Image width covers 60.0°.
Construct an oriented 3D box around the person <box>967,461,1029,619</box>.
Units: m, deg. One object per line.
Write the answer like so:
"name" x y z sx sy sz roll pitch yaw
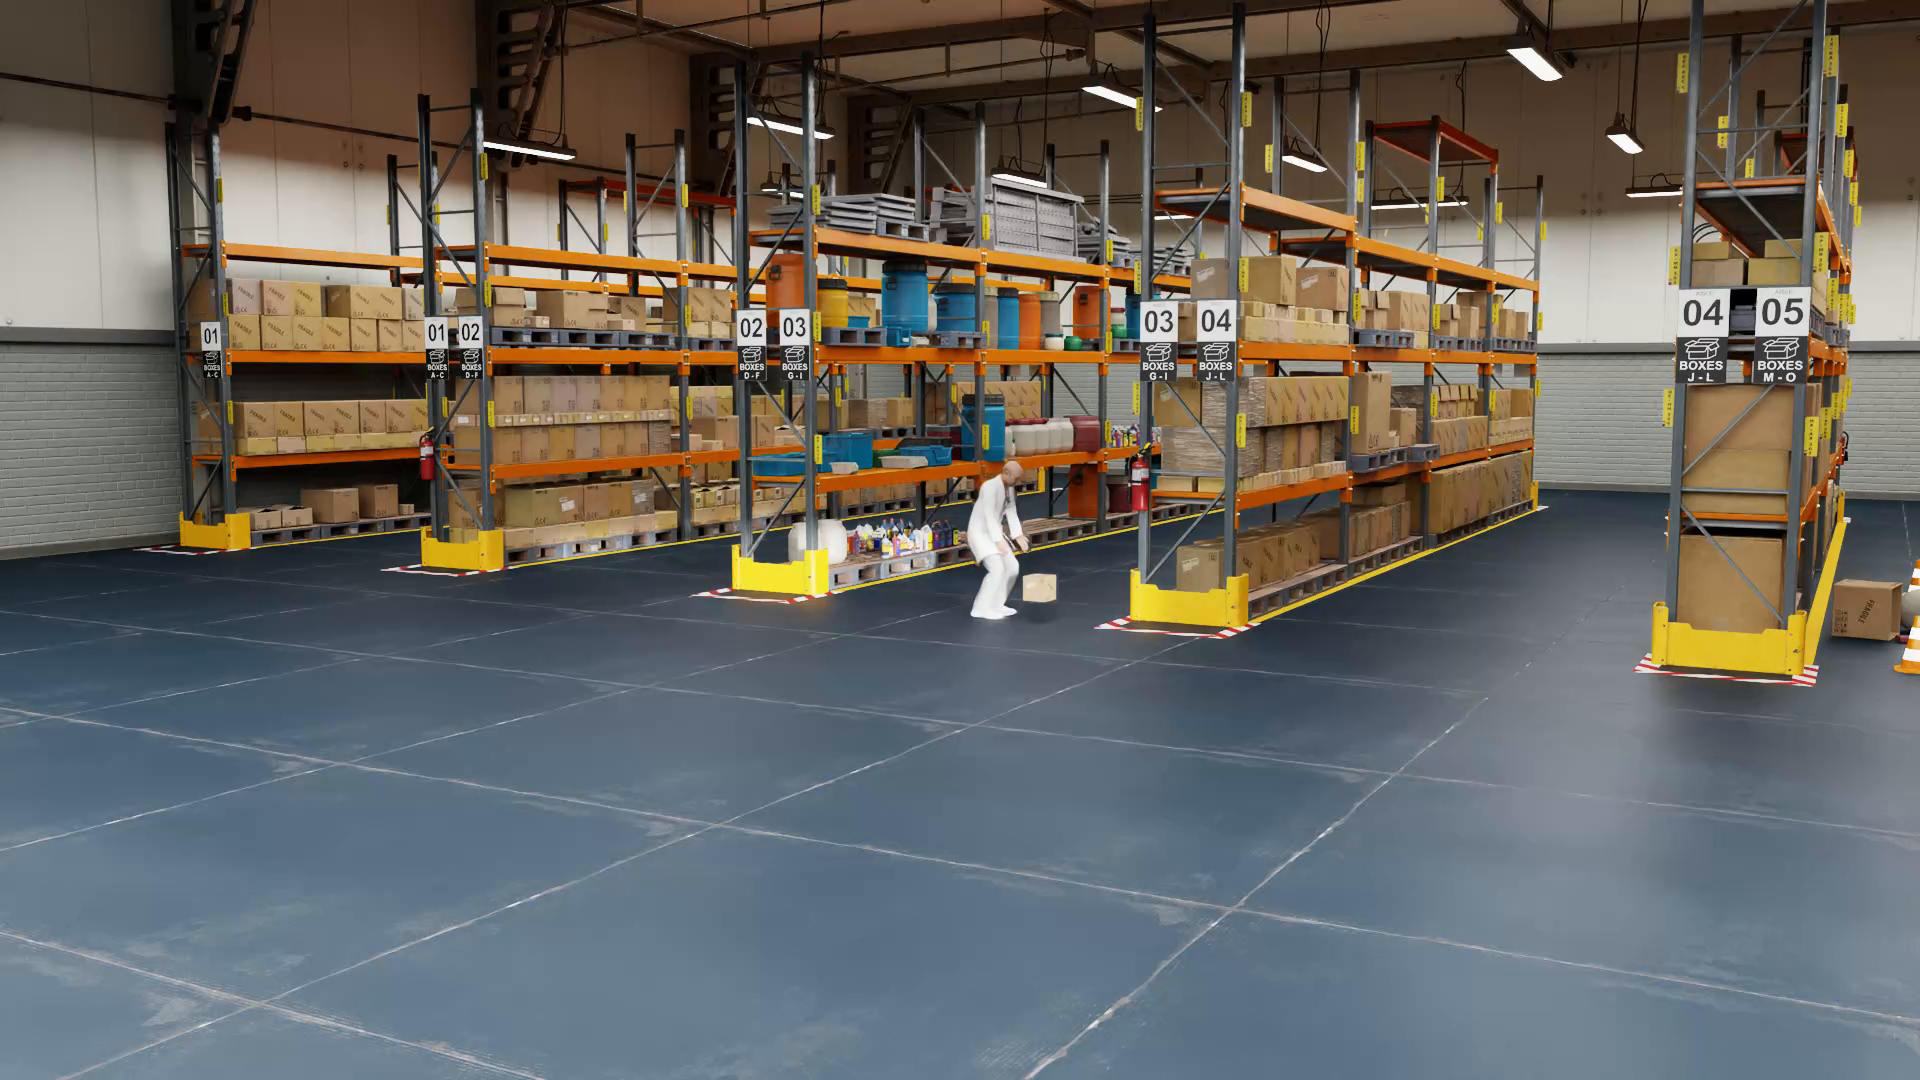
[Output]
"person" 0.376 -0.013 17.087 0.564 1.606 0.621 3 7 29
